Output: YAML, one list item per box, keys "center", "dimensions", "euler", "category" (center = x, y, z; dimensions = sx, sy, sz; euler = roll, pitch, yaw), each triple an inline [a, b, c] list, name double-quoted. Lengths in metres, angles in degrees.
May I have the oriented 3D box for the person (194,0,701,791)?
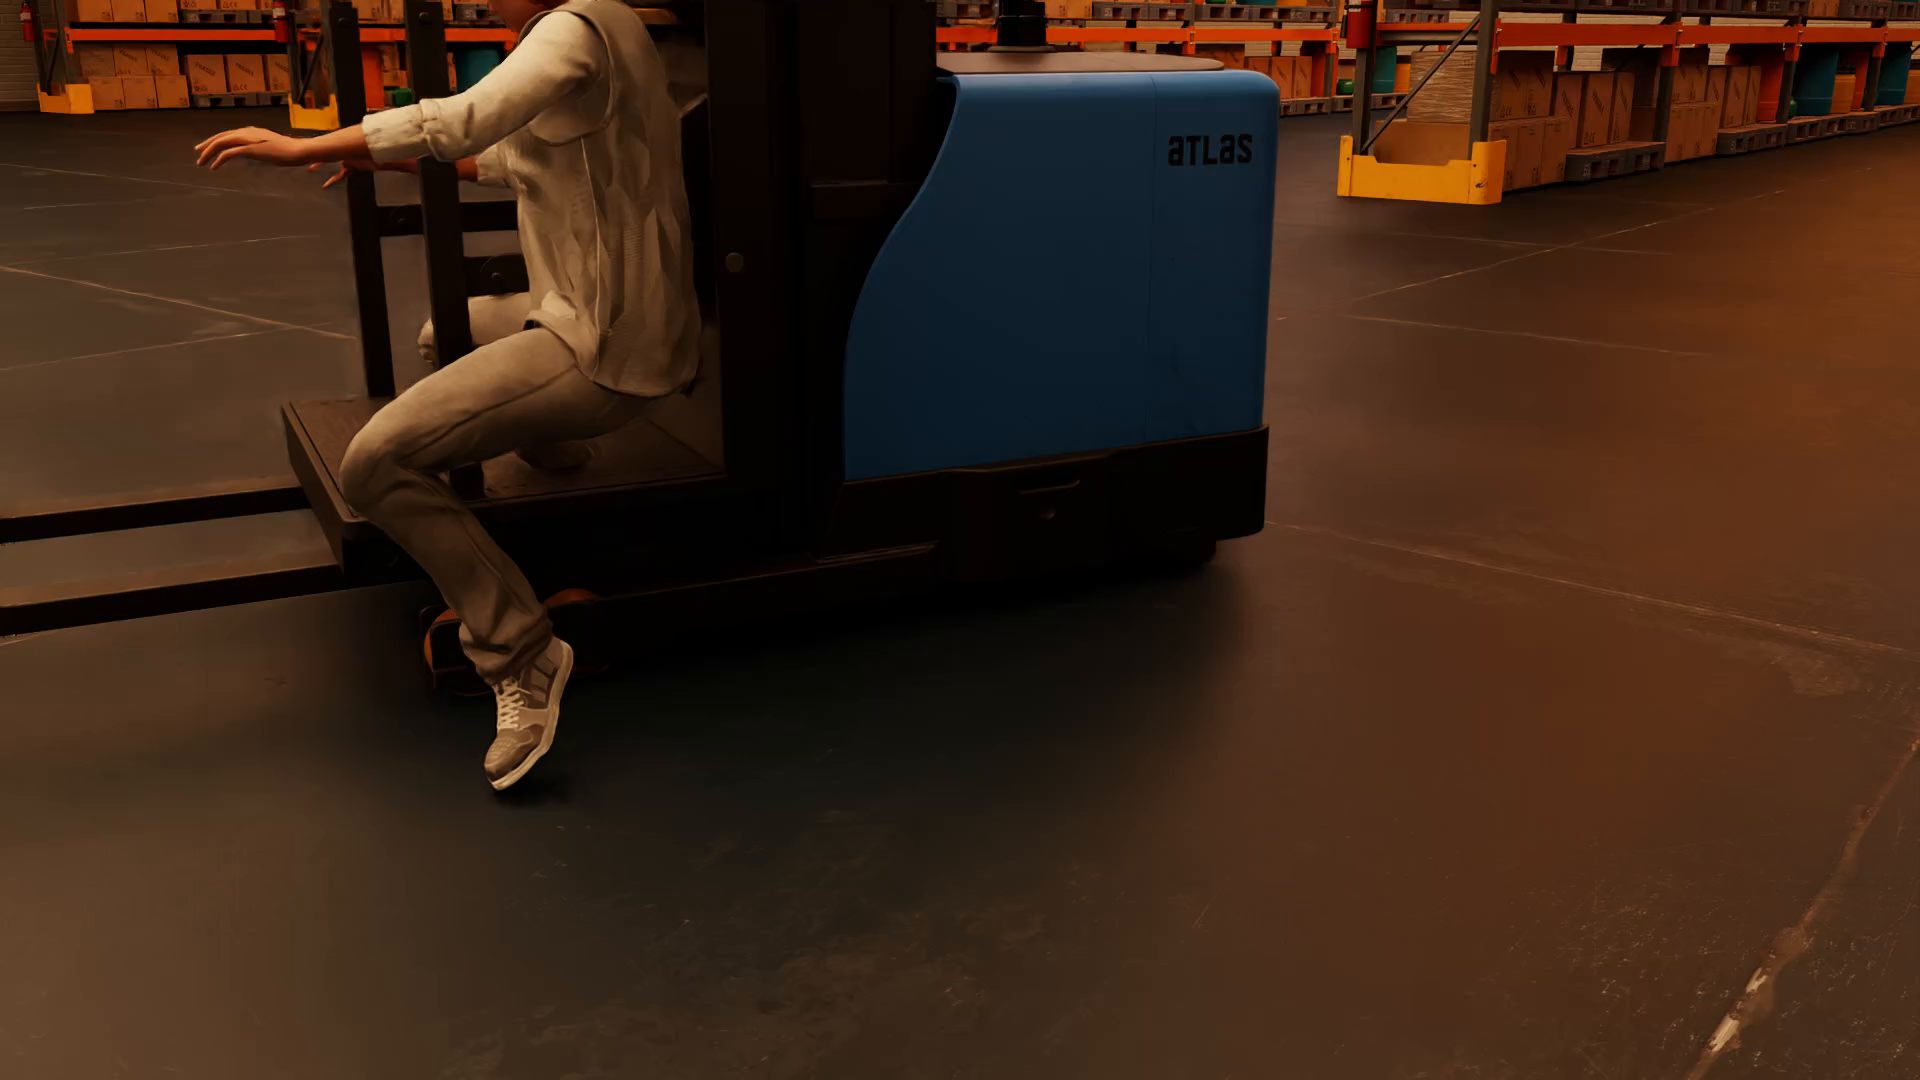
- center: [-0.764, -0.367, 2.771]
  dimensions: [0.670, 1.361, 0.878]
  euler: [2, 17, 5]
  category: "person"

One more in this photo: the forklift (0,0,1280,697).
- center: [-0.858, -1.293, 3.156]
  dimensions: [3.031, 2.935, 1.130]
  euler: [-8, 19, -26]
  category: "forklift"
